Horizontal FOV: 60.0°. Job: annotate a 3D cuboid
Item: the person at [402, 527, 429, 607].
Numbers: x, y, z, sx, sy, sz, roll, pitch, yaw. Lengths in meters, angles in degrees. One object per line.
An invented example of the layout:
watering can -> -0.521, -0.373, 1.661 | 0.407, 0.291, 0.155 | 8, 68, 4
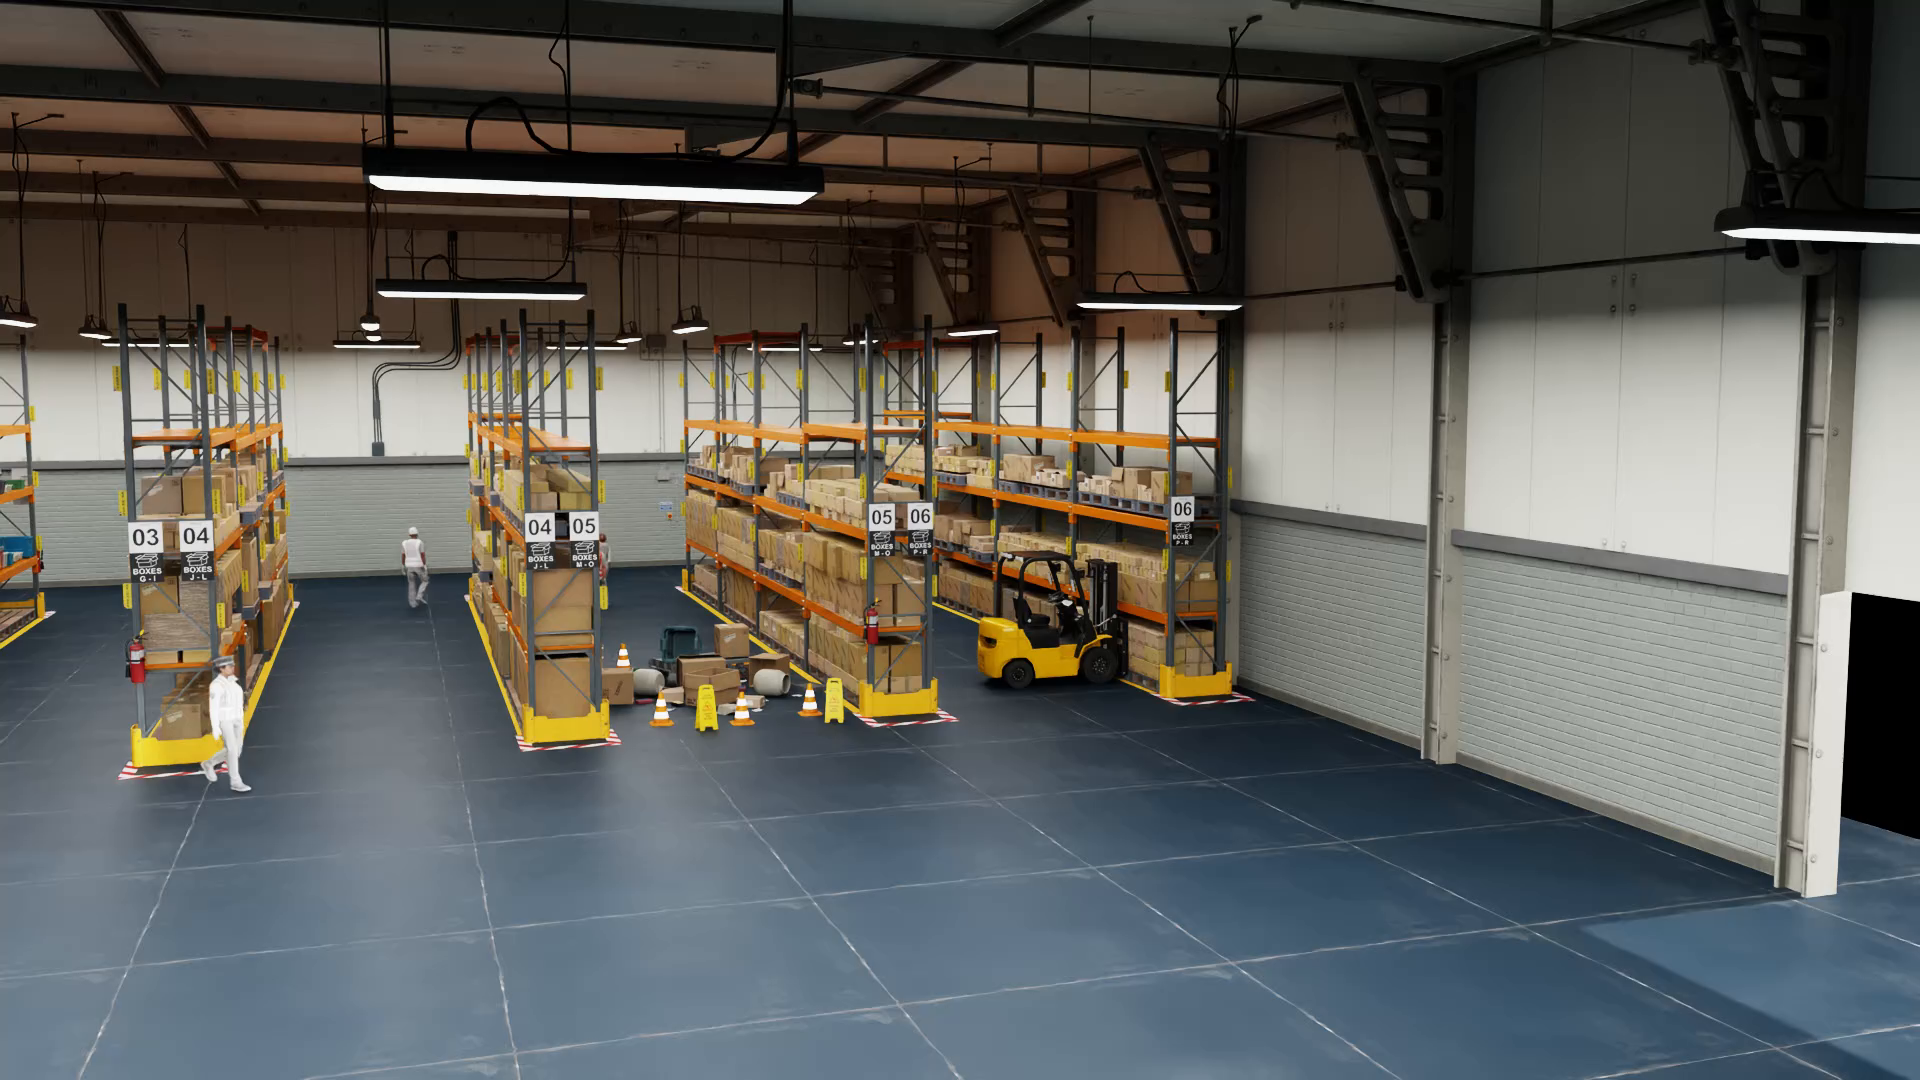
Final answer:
person -> -12.141, 0.574, 37.022 | 0.601, 1.723, 0.457 | 1, 5, 6

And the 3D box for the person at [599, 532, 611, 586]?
person -> -8.146, 0.631, 37.646 | 0.501, 1.599, 0.357 | -3, 6, -30

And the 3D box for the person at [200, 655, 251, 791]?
person -> -9.032, 2.226, 20.465 | 0.780, 1.653, 0.529 | 1, 6, 13

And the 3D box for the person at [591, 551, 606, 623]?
person -> -7.620, 0.833, 34.483 | 0.586, 1.785, 0.475 | -1, 6, -15
